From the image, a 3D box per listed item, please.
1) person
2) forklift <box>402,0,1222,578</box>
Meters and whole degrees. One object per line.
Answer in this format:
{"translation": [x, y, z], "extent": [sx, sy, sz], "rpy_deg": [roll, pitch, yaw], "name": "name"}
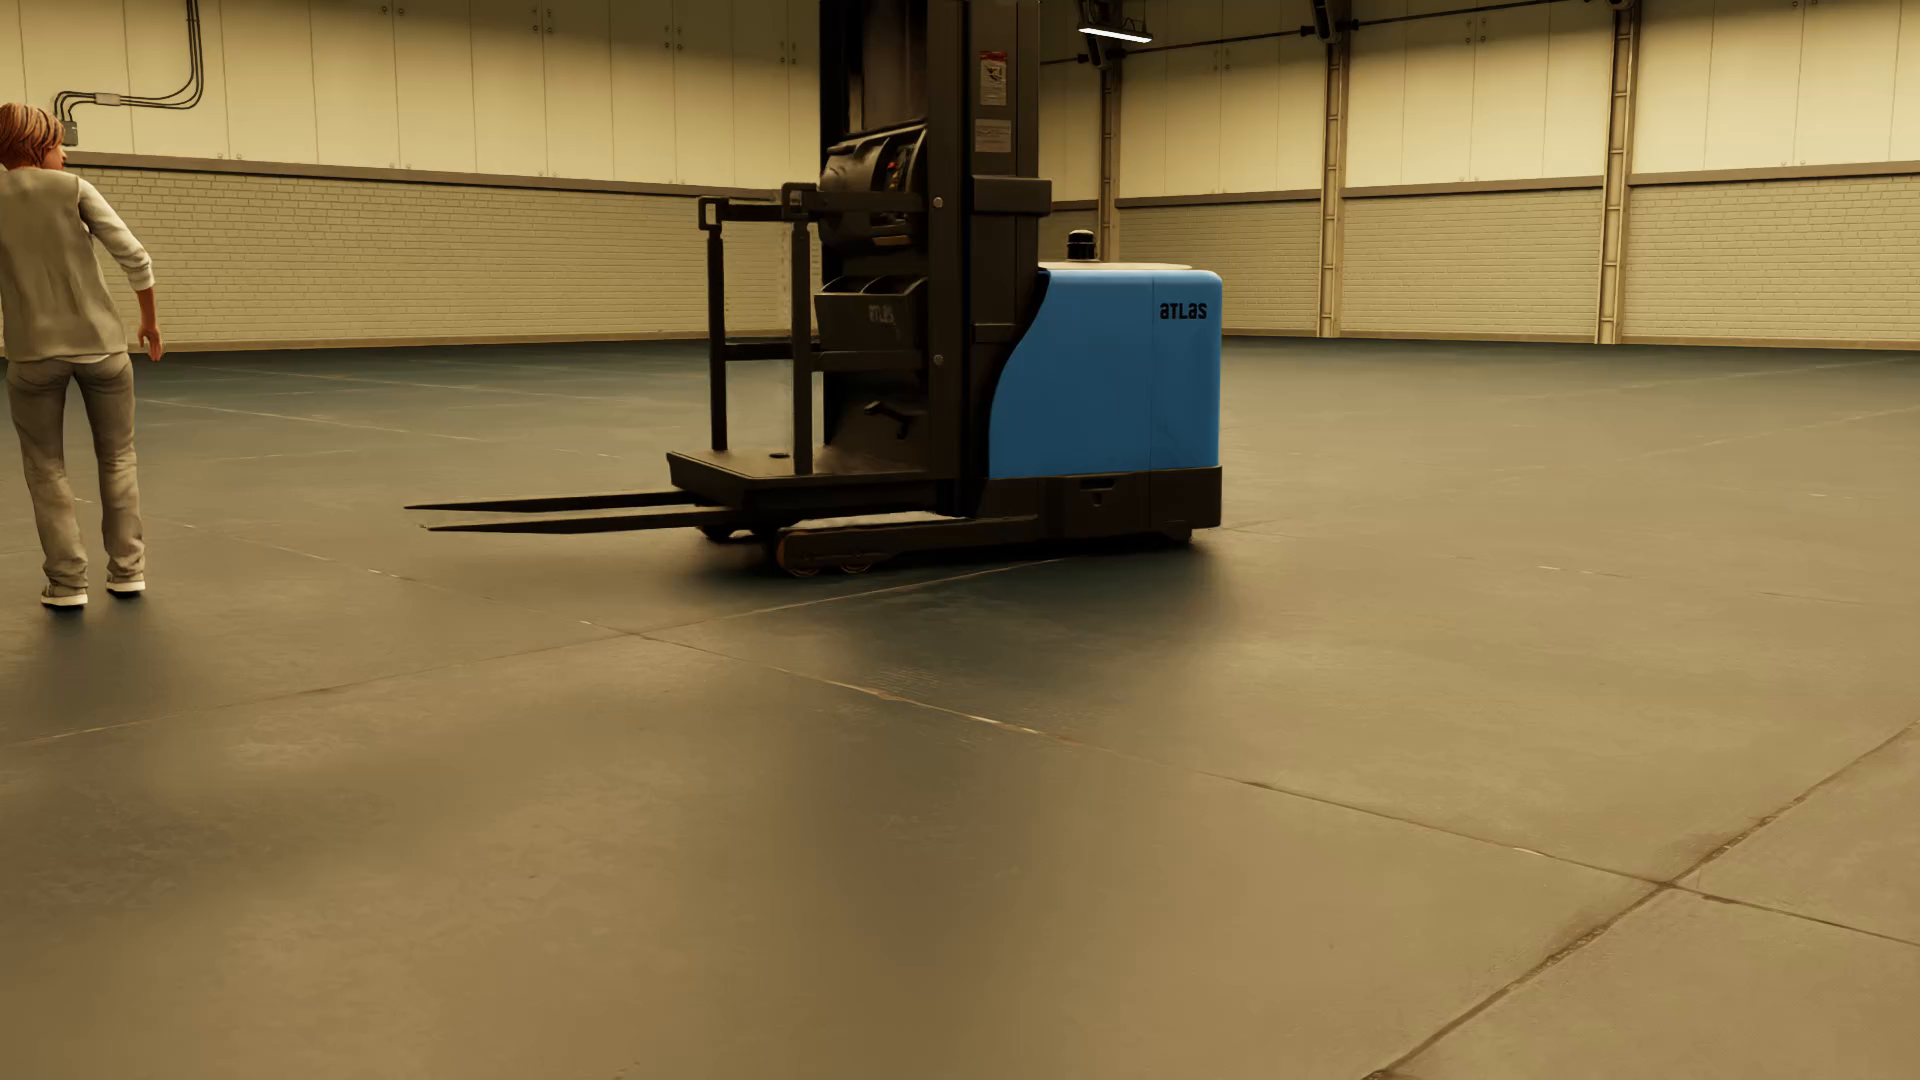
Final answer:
{"translation": [-2.882, -0.580, 5.301], "extent": [0.621, 1.577, 0.447], "rpy_deg": [-5, 10, -29], "name": "person"}
{"translation": [-0.521, -1.406, 6.213], "extent": [3.031, 2.935, 1.130], "rpy_deg": [-4, 9, -25], "name": "forklift"}
